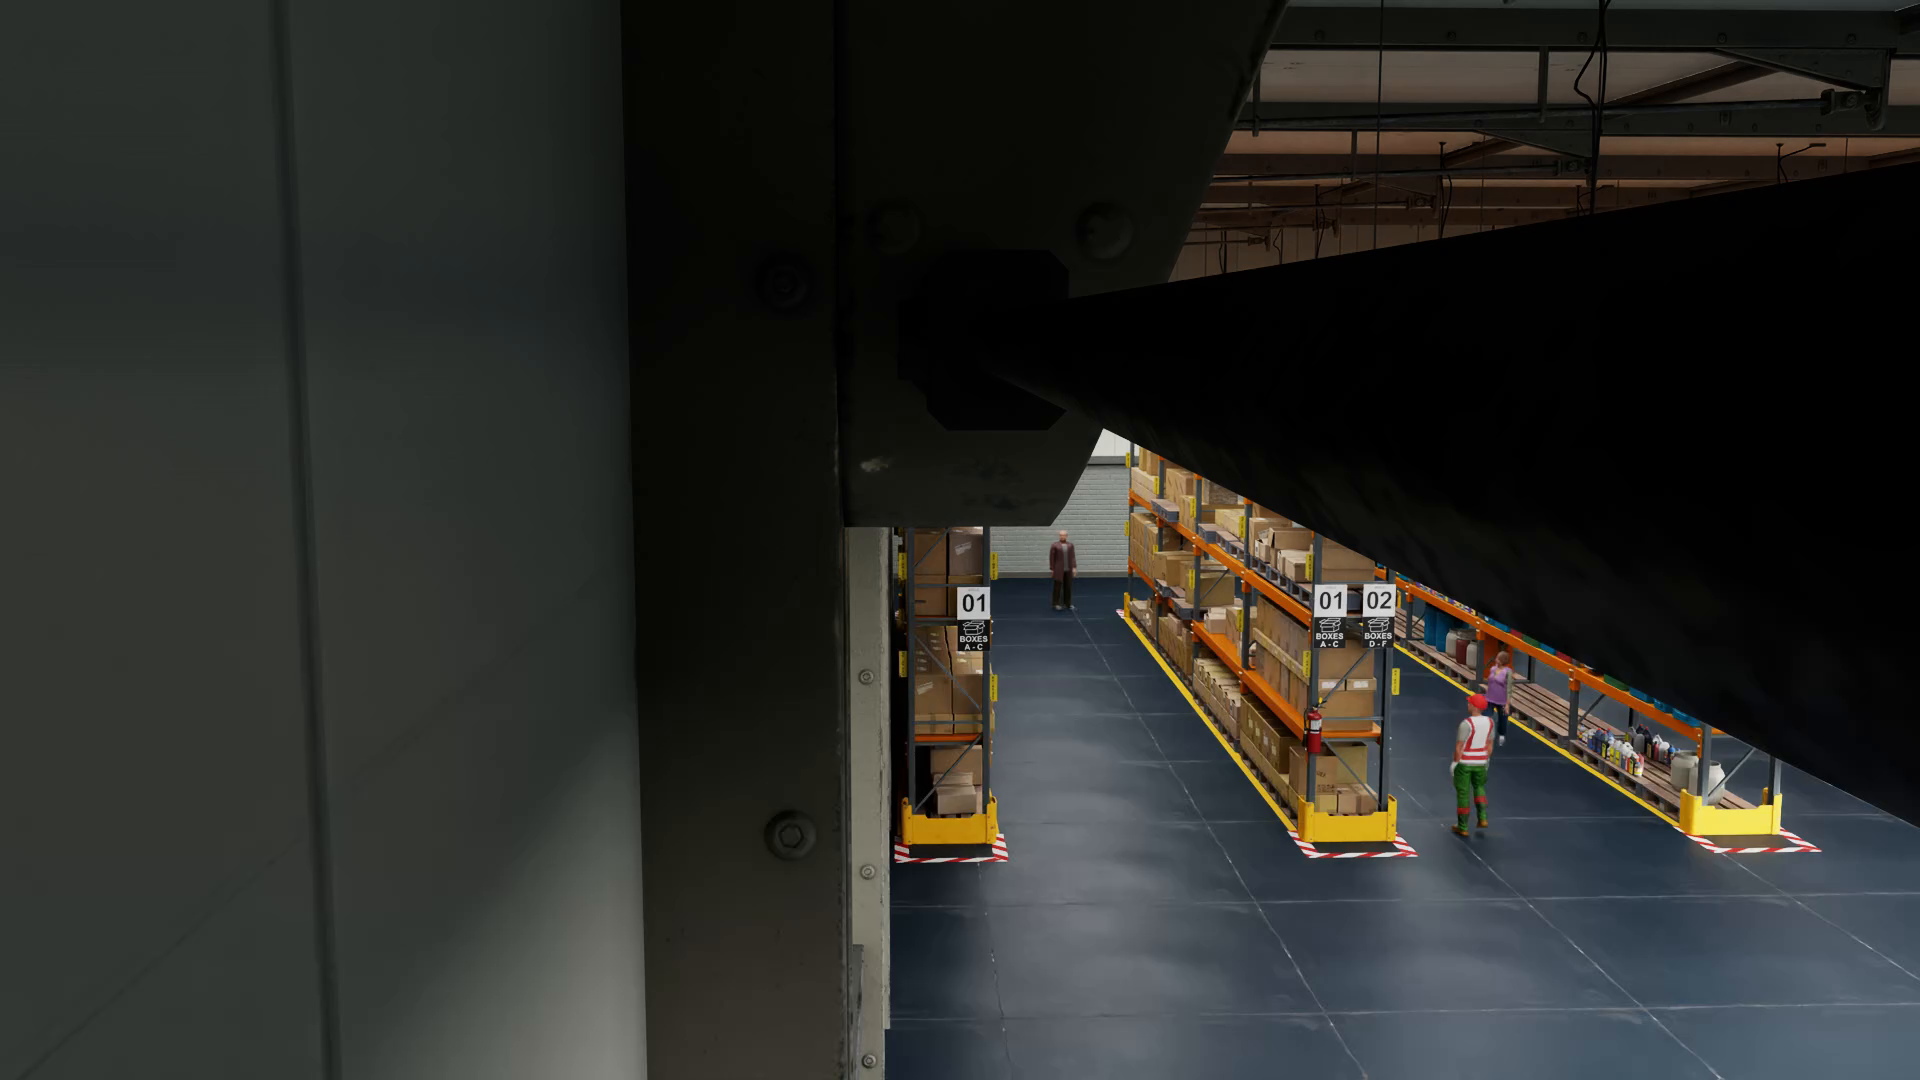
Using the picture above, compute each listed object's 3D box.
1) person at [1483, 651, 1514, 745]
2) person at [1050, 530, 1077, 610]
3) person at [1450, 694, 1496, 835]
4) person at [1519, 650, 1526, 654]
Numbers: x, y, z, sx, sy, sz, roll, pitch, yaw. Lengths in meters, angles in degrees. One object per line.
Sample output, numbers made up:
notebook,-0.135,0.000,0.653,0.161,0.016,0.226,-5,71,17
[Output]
person,7.961,2.397,24.635,0.429,1.557,0.674,3,8,21
person,2.326,0.692,37.317,0.594,1.830,0.413,-5,9,-32
person,6.387,2.784,20.769,0.562,1.783,0.436,-1,7,-6
person,10.861,1.357,32.524,0.581,1.645,0.964,-1,7,-9
